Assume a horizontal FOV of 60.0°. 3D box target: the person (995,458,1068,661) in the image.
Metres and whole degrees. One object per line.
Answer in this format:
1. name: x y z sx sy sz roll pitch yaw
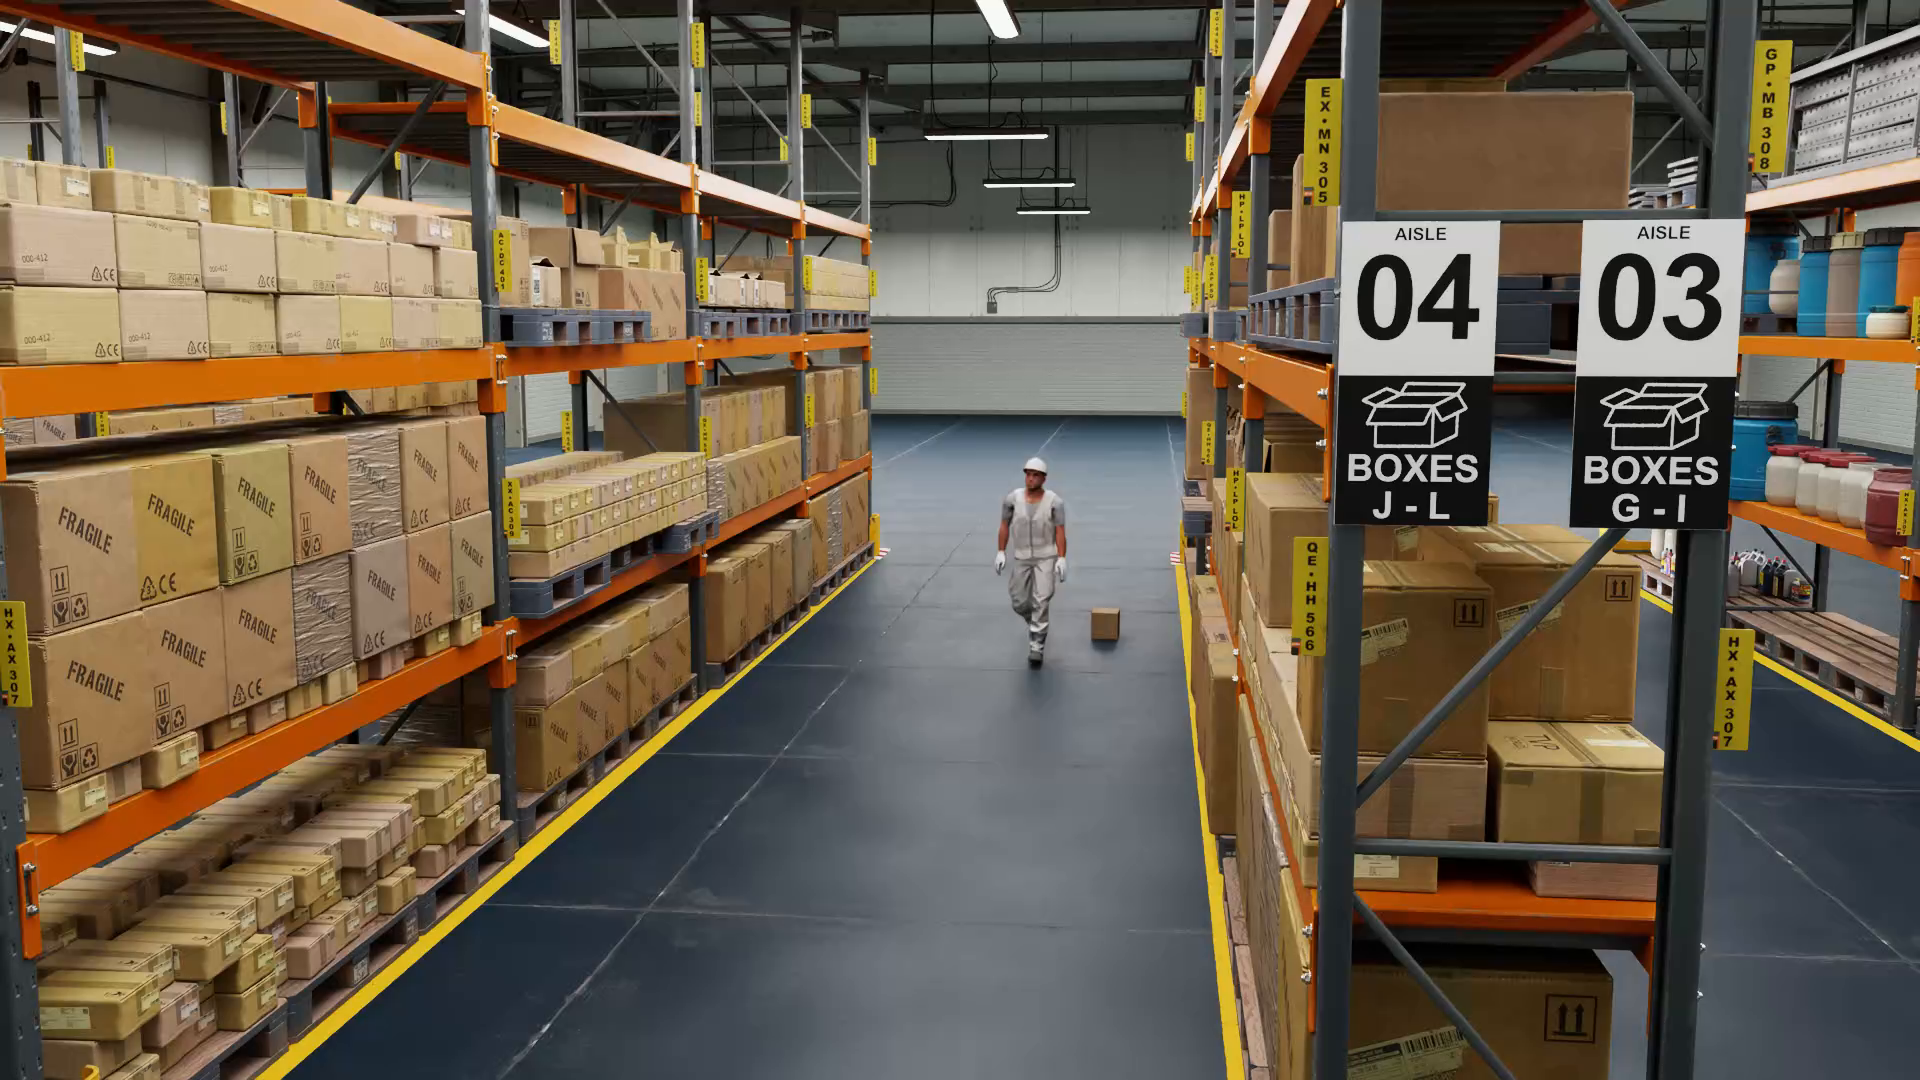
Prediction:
1. person: 0.628 0.160 14.453 0.659 1.769 0.655 1 8 11
